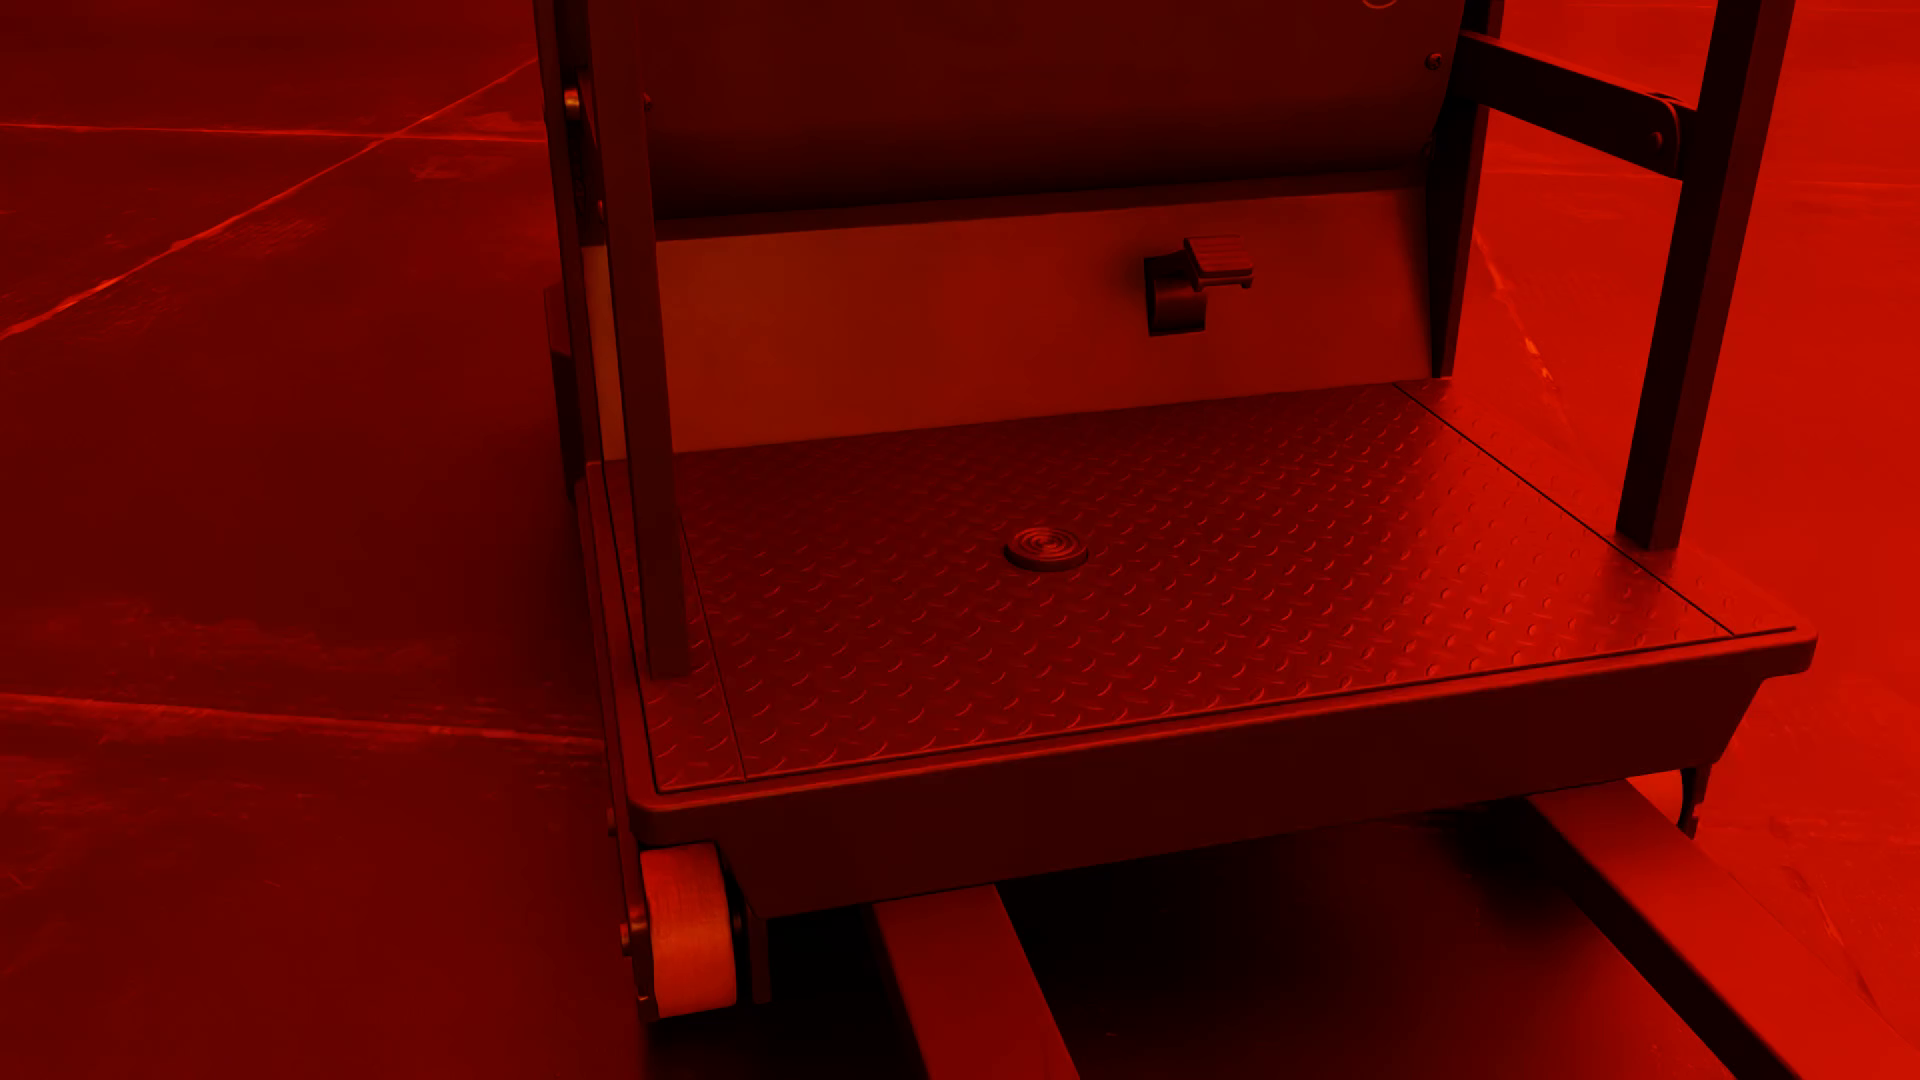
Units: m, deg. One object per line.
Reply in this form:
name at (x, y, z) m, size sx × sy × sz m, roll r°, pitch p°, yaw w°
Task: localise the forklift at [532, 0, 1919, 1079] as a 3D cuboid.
forklift at (0.153, -1.049, 1.319) m, size 1.130 × 2.935 × 3.031 m, roll -7°, pitch 27°, yaw -13°
